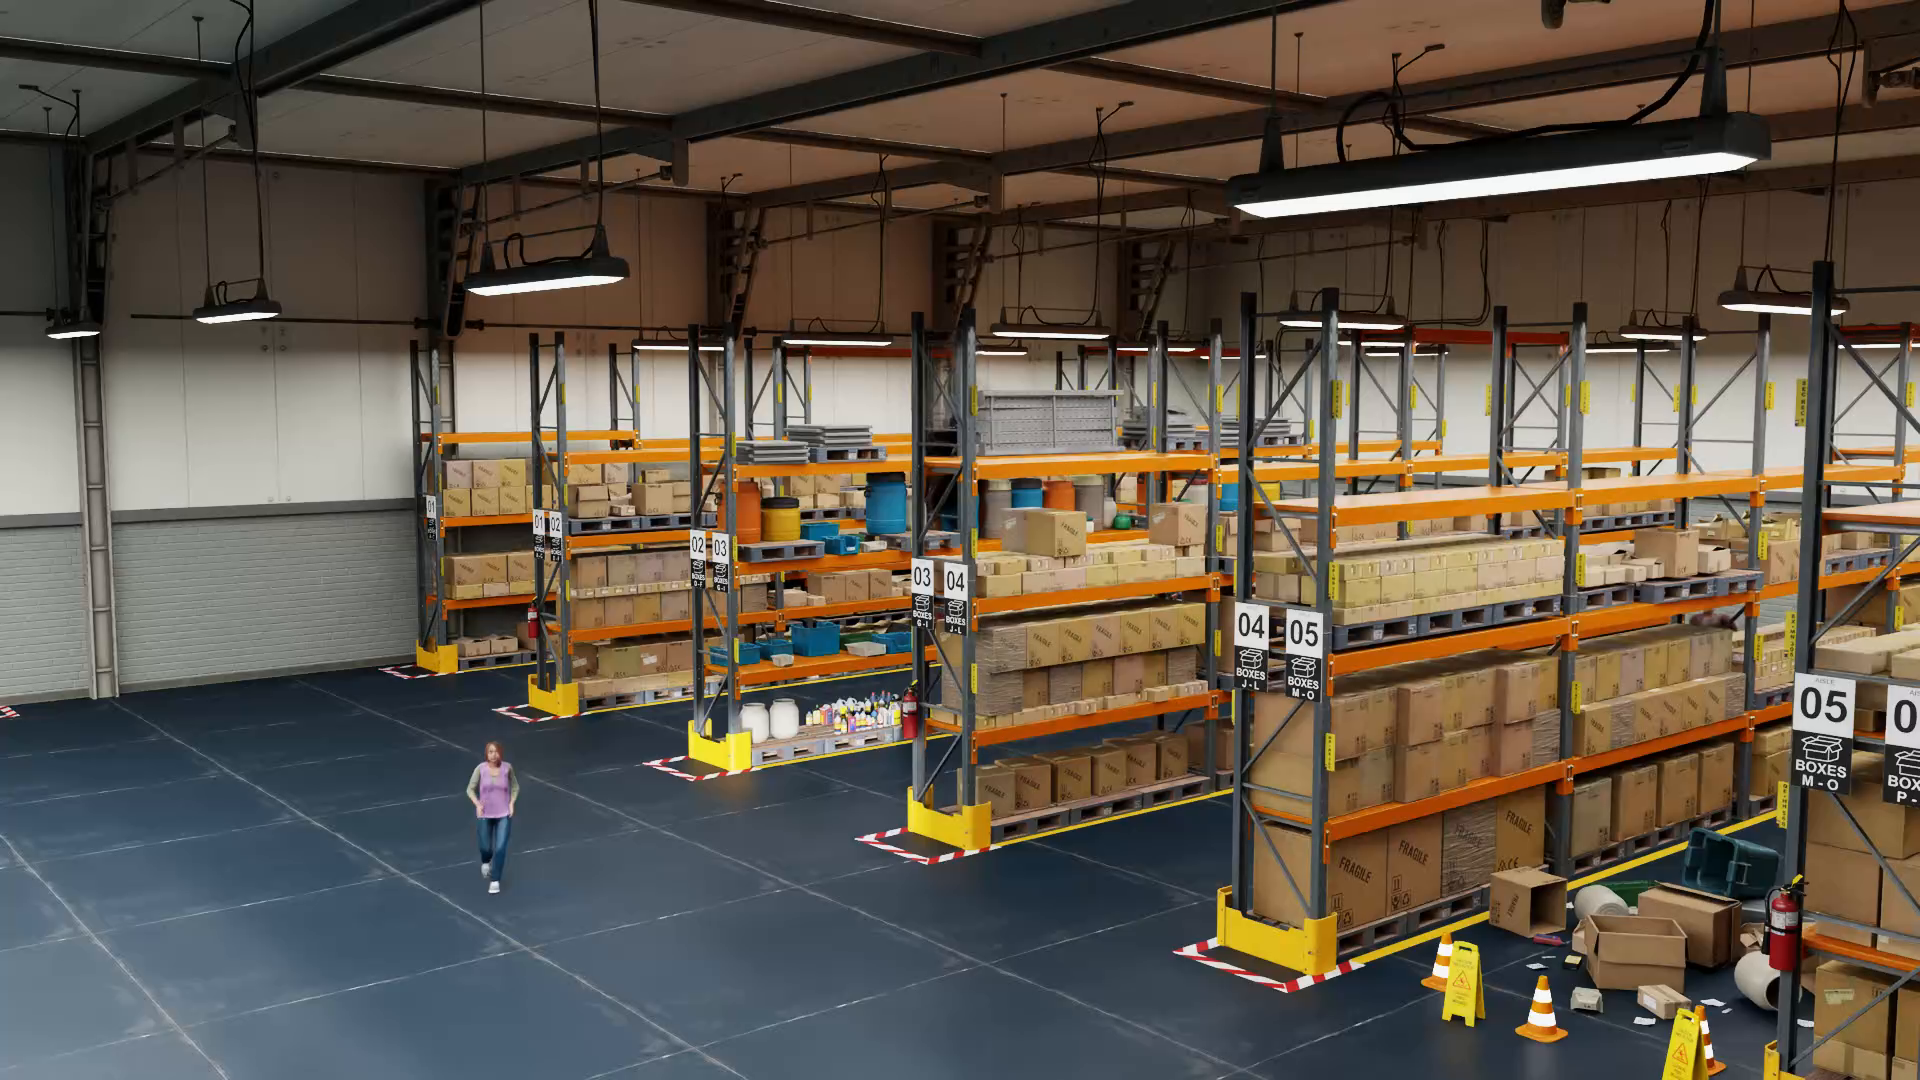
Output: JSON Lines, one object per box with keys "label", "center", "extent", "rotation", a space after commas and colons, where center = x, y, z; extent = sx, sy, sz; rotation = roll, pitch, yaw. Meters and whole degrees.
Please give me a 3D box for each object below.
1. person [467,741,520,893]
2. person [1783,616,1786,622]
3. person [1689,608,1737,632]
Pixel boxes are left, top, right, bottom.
{"label": "person", "center": [-4.768, 2.817, 17.027], "extent": [0.523, 1.553, 0.532], "rotation": [-2, 6, -19]}
{"label": "person", "center": [12.860, 1.965, 25.608], "extent": [0.628, 1.717, 0.679], "rotation": [-3, 6, -28]}
{"label": "person", "center": [12.017, 1.836, 26.683], "extent": [0.768, 1.826, 0.683], "rotation": [-5, 7, -41]}
